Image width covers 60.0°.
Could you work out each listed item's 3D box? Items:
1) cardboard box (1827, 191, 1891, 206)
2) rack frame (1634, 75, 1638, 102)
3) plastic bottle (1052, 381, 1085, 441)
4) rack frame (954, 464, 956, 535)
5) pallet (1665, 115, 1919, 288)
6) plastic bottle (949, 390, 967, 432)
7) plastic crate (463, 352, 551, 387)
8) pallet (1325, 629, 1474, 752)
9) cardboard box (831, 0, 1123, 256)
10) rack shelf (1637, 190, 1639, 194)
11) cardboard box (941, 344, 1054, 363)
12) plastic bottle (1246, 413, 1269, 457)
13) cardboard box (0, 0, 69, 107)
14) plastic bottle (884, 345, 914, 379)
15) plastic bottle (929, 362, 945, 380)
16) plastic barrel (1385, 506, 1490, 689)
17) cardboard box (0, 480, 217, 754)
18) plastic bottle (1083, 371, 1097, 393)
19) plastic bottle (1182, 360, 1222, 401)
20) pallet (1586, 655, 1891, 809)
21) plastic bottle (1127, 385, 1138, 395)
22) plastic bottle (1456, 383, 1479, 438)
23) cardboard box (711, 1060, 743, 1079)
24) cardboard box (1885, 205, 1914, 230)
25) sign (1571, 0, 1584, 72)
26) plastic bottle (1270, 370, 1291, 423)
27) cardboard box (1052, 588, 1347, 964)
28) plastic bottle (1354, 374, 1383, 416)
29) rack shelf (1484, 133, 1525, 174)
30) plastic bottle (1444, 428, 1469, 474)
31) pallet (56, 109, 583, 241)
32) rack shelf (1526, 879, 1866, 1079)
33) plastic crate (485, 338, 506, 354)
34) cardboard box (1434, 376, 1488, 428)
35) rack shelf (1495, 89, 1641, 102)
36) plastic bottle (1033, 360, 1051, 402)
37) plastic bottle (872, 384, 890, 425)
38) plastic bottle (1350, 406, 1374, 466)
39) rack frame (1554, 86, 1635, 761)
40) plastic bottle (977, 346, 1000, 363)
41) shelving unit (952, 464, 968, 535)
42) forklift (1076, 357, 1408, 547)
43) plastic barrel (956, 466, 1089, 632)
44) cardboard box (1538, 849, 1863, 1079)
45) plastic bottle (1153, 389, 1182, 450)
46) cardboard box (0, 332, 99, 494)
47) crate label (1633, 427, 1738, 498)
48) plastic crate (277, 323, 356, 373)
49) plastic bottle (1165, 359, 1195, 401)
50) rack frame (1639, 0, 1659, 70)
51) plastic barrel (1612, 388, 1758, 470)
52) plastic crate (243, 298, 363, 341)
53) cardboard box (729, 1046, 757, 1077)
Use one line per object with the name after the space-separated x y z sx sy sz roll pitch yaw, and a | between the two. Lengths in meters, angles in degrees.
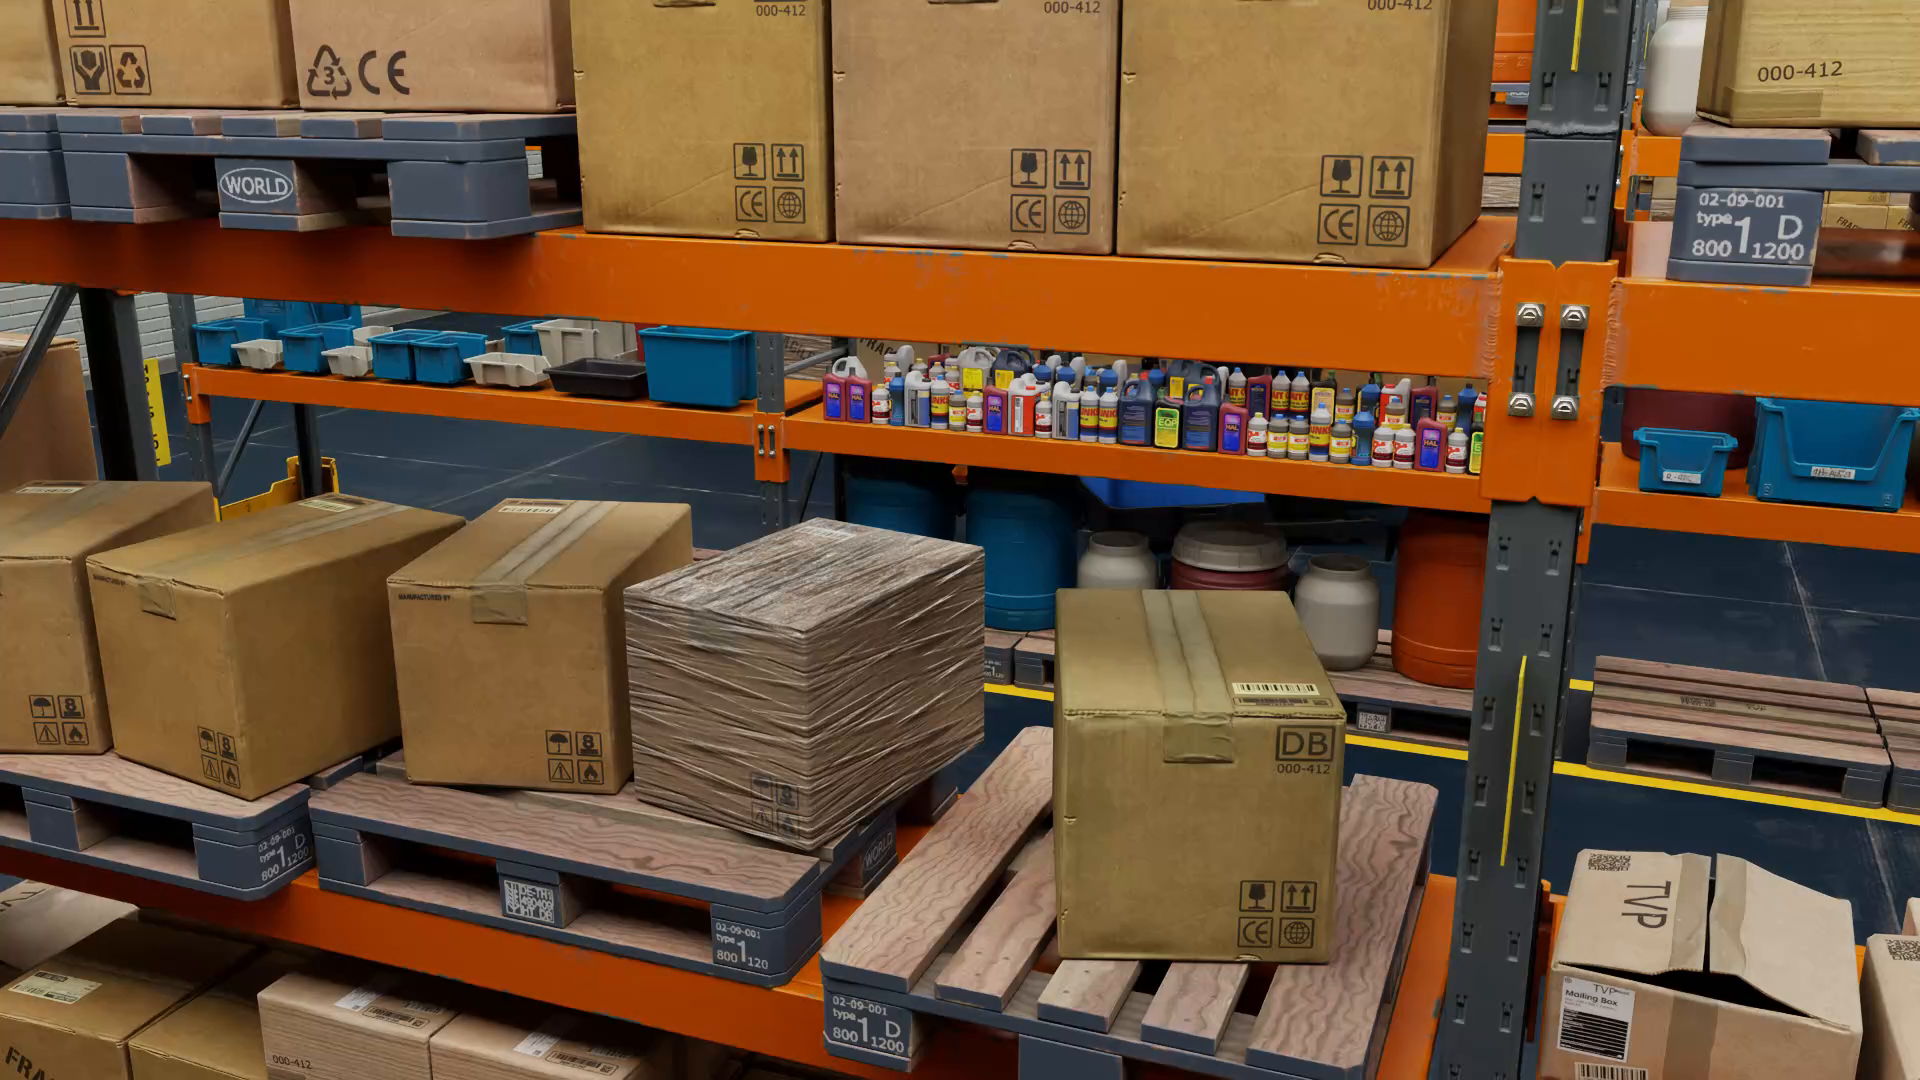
8.462 -3.441 15.674 0.500 0.500 0.700 6 17 20 | cardboard box
4.710 -1.841 12.134 0.127 3.000 1.000 6 17 21 | rack frame
0.539 -0.641 8.225 0.135 0.276 0.152 6 17 21 | plastic bottle
-0.072 -0.584 11.034 0.006 1.200 0.240 6 17 21 | rack frame
1.736 -0.576 2.735 1.003 0.211 1.213 7 18 23 | pallet
-0.009 -0.658 8.415 0.097 0.201 0.097 0 16 0 | plastic bottle
-2.559 -0.968 9.492 0.466 0.136 0.293 6 17 21 | plastic crate
2.144 0.713 8.339 1.213 0.211 1.003 6 17 21 | pallet
0.179 -0.849 3.157 0.500 0.500 0.910 6 17 21 | cardboard box
12.024 -5.149 24.819 4.000 0.370 1.077 6 17 21 | rack shelf
0.404 -1.520 14.086 0.875 0.875 0.875 6 17 21 | cardboard box
1.410 -0.501 7.877 0.097 0.201 0.097 0 16 0 | plastic bottle
-2.208 -1.349 3.947 0.600 0.600 0.600 5 17 15 | cardboard box
-0.343 -0.949 9.286 0.135 0.276 0.152 6 17 21 | plastic bottle
-0.124 -0.879 9.179 0.097 0.201 0.097 0 16 0 | plastic bottle
2.431 0.239 8.111 0.708 0.830 0.600 6 17 21 | plastic barrel
-2.291 0.176 4.256 0.500 0.500 0.700 1 16 2 | cardboard box
0.709 -0.806 8.926 0.097 0.201 0.097 0 16 0 | plastic bottle
1.241 -0.767 8.523 0.185 0.351 0.144 6 17 21 | plastic bottle
3.599 0.872 7.791 1.213 0.211 1.003 6 17 21 | pallet
0.871 -0.638 8.220 0.097 0.271 0.097 0 16 0 | plastic bottle
2.511 -0.642 8.234 0.097 0.271 0.097 0 16 0 | plastic bottle
-0.856 1.577 4.055 0.500 0.500 0.500 6 17 19 | cardboard box
8.821 -2.843 15.408 0.500 0.500 0.500 6 17 21 | cardboard box
0.871 -0.820 2.311 0.005 0.325 0.100 6 17 21 | sign
1.651 -0.736 8.560 0.097 0.271 0.097 0 16 0 | plastic bottle
0.444 0.443 3.334 0.500 0.500 0.700 1 16 2 | cardboard box
2.070 -0.701 8.418 0.133 0.283 0.061 6 17 21 | plastic bottle
1.032 -1.856 8.096 4.000 0.370 1.077 6 17 21 | rack shelf
2.259 -0.408 7.556 0.097 0.201 0.097 0 16 0 | plastic bottle
-1.103 -0.841 3.648 1.003 0.211 1.213 6 17 21 | pallet
2.932 1.278 2.681 4.000 0.370 1.077 6 17 21 | rack shelf
-2.910 -1.159 10.152 0.250 0.136 0.298 6 17 21 | plastic crate
4.076 -1.098 12.634 0.875 0.875 1.225 5 17 18 | cardboard box
4.763 -4.417 16.917 4.000 0.370 1.077 6 17 21 | rack shelf
0.437 -0.824 8.862 0.097 0.271 0.097 0 16 0 | plastic bottle
-0.406 -0.701 8.565 0.097 0.201 0.097 0 16 0 | plastic bottle
1.863 -0.485 7.696 0.097 0.271 0.097 0 16 0 | plastic bottle
2.893 -0.556 7.710 0.127 3.000 1.000 6 17 21 | rack frame
0.147 -0.933 9.094 0.185 0.351 0.144 6 17 21 | plastic bottle
0.013 -0.575 11.001 0.189 1.200 0.258 6 17 21 | shelving unit
2.361 -1.524 11.166 3.031 2.935 1.130 -3 16 -10 | forklift
0.330 -0.027 8.897 0.708 0.901 0.600 6 17 21 | plastic barrel
1.394 0.819 3.131 0.500 0.311 0.500 7 18 24 | cardboard box
1.000 -0.580 8.002 0.133 0.283 0.061 6 17 21 | plastic bottle
-2.985 -0.331 4.959 0.500 0.500 0.500 7 18 22 | cardboard box
3.147 -0.336 7.250 0.416 0.233 0.303 6 17 21 | crate label
-3.828 -1.145 9.930 0.300 0.233 0.416 6 17 21 | plastic crate
1.171 -0.820 8.706 0.185 0.351 0.144 6 17 21 | plastic bottle
6.624 -5.998 15.693 0.127 3.000 1.000 6 17 21 | rack frame
3.435 -0.653 7.798 0.708 0.536 0.600 6 17 21 | plastic barrel
-4.169 -1.435 10.564 0.499 0.435 0.616 6 17 21 | plastic crate
-0.688 1.440 4.528 0.500 0.500 0.500 6 17 19 | cardboard box
